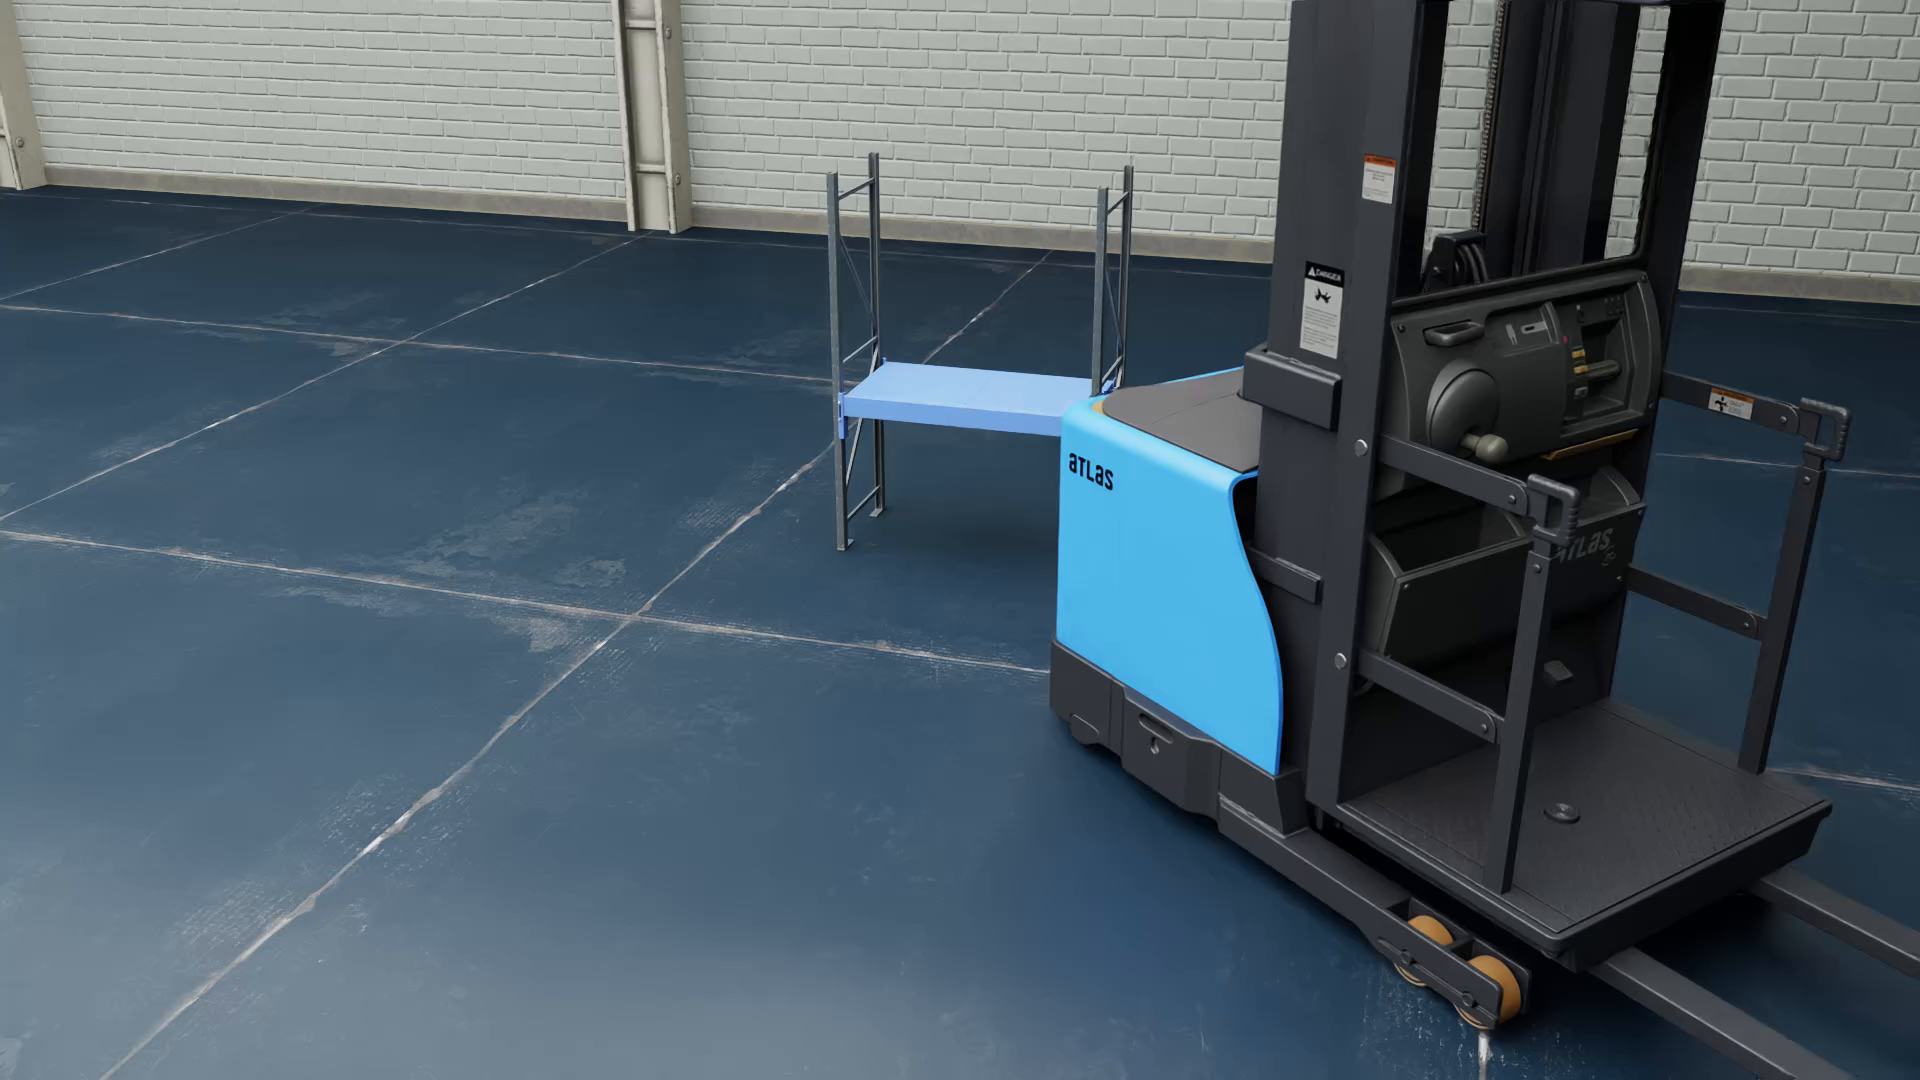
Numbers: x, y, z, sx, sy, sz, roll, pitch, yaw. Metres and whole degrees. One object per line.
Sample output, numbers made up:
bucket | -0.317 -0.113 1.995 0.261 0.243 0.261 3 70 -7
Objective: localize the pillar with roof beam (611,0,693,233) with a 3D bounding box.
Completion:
pillar with roof beam | -3.487 -4.943 6.962 0.400 9.000 9.100 7 23 16

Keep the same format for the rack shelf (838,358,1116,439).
rack shelf | 0.082 -0.518 6.531 1.000 0.185 0.538 7 23 16

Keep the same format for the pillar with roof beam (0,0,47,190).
pillar with roof beam | -9.231 -5.600 8.566 0.400 9.000 9.100 7 23 16

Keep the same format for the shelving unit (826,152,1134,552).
shelving unit | 0.082 -0.685 6.463 1.048 1.500 0.538 7 23 16

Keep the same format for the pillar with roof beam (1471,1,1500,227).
pillar with roof beam | 2.257 -4.285 5.359 0.400 9.000 9.100 7 23 16

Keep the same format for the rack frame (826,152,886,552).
rack frame | -0.405 -0.740 6.598 0.032 1.500 0.500 7 23 16

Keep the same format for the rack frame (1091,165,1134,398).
rack frame | 0.568 -0.629 6.327 0.032 1.500 0.500 7 23 16

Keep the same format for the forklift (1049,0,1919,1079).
forklift | 1.511 -0.403 3.891 1.130 2.935 3.031 -14 26 -30
